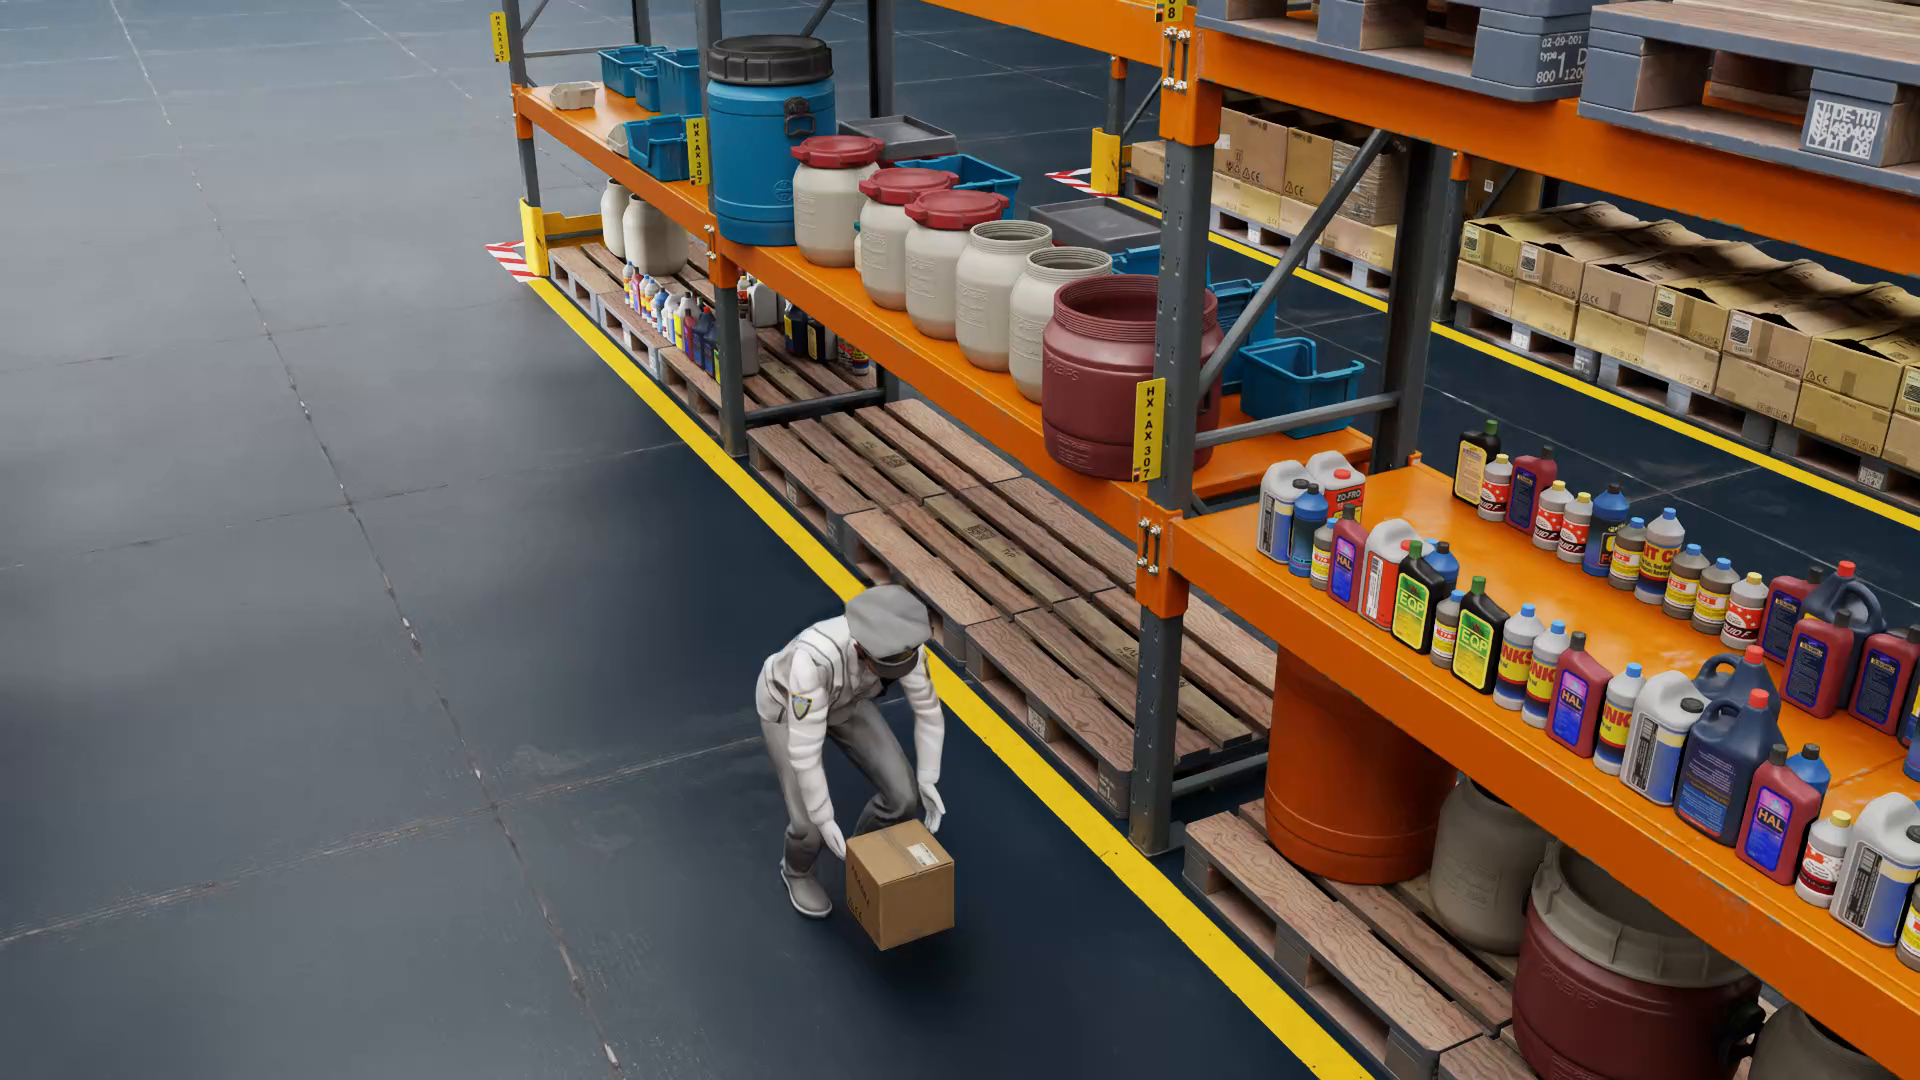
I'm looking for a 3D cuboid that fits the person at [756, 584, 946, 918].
[{"bbox_3d":[-0.338,0.637,5.288,0.530,1.235,0.771,-13,29,-25],"label":"person"}]
